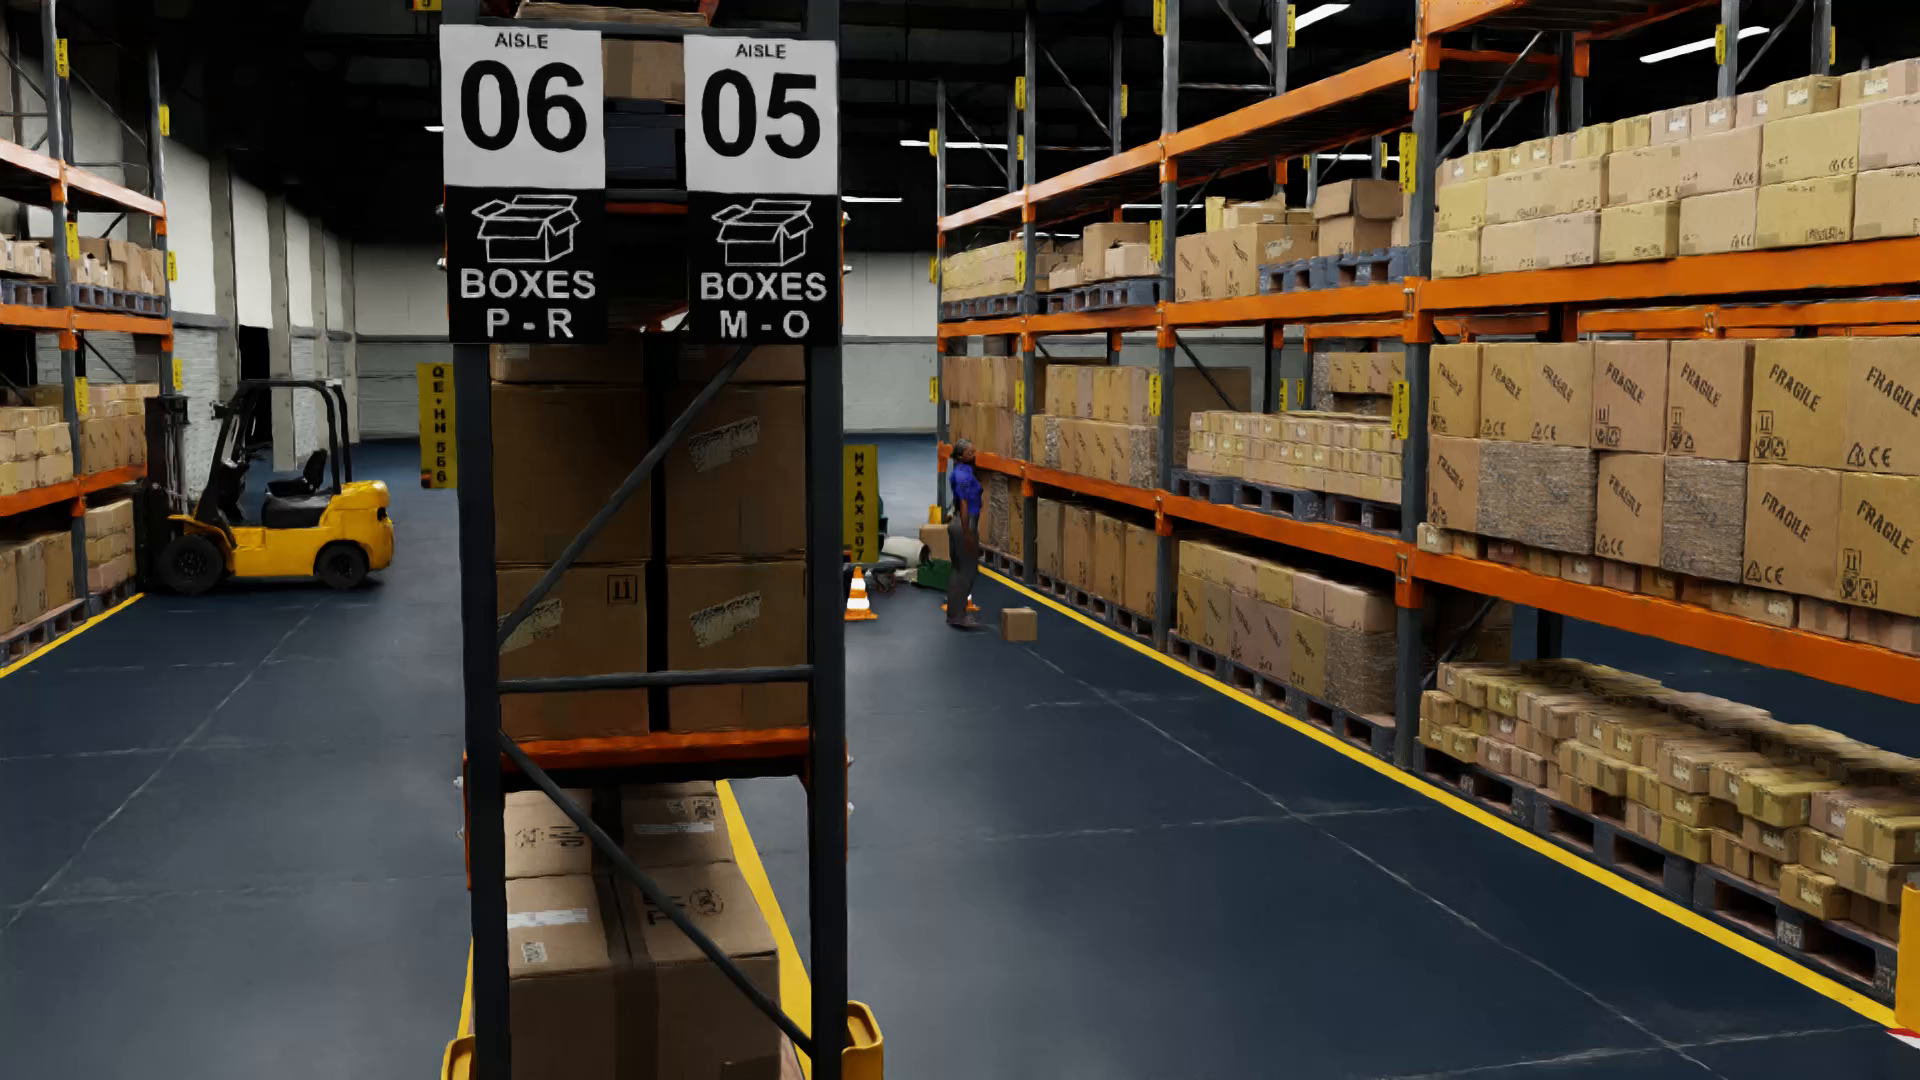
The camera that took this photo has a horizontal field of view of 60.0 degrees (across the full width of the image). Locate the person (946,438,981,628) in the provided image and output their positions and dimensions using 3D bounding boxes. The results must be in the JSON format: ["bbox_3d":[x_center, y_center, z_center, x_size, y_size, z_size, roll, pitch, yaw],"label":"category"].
[{"bbox_3d":[0.026,-0.067,14.709,0.295,1.666,0.565,-1,6,-8],"label":"person"}]
